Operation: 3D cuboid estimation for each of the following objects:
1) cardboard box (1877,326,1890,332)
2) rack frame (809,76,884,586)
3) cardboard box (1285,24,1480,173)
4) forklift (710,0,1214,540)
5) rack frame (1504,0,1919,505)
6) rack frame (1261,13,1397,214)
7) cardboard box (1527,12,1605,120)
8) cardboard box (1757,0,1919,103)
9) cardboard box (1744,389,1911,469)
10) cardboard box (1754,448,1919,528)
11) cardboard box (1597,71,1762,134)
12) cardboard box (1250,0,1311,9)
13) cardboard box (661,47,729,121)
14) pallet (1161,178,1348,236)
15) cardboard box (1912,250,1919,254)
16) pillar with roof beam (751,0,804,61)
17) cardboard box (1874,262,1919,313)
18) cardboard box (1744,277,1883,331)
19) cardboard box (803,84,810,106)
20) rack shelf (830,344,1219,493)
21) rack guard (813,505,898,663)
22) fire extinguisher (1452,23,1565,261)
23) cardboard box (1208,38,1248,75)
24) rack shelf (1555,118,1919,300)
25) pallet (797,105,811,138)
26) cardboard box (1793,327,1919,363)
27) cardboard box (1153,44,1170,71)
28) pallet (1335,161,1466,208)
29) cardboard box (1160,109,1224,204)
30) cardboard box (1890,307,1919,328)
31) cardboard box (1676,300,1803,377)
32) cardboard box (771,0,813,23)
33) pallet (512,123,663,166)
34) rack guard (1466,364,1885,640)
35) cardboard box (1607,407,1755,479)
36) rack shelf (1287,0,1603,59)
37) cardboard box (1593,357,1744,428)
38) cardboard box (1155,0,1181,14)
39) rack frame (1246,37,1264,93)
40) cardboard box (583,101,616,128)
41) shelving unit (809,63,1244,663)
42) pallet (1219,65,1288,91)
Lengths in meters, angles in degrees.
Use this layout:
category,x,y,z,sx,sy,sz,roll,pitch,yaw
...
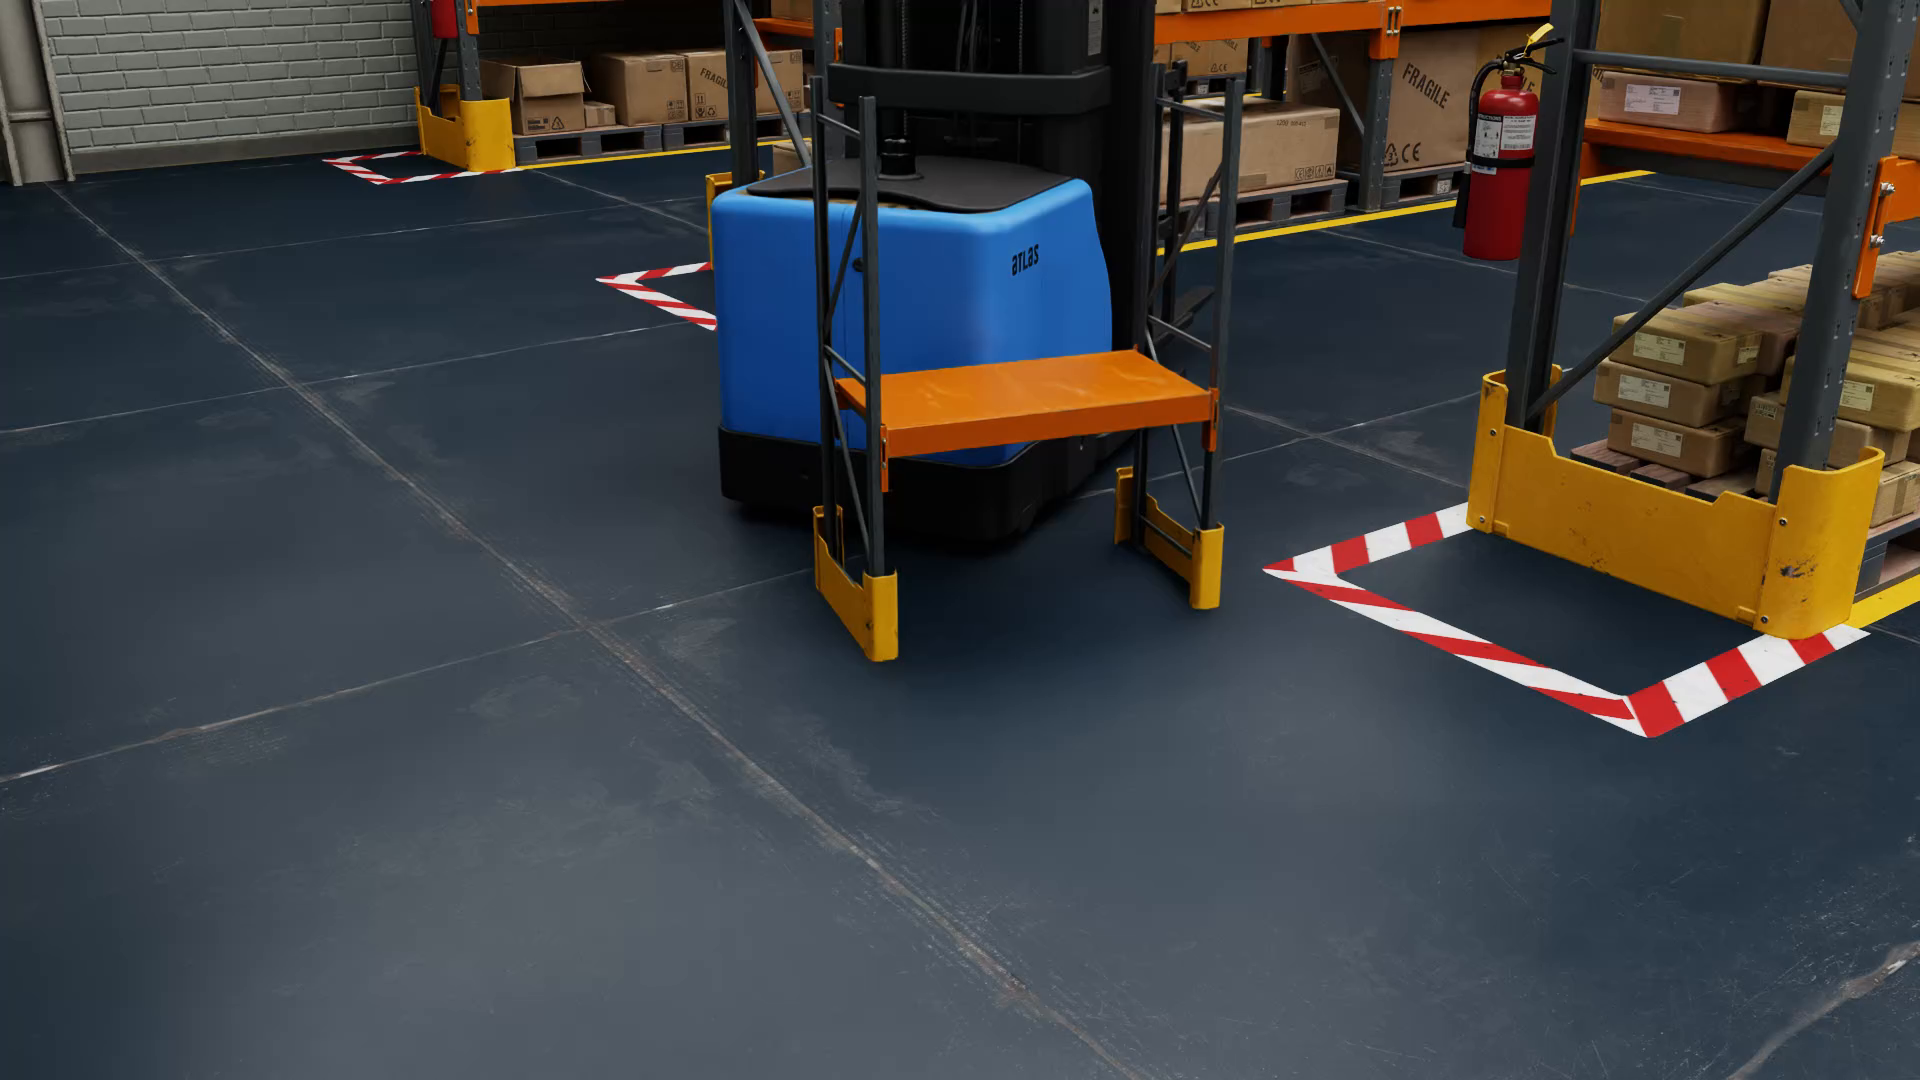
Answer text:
category,x,y,z,sx,sy,sz,roll,pitch,yaw
cardboard box,3.172,-0.735,6.070,0.250,0.149,0.380,-14,26,-32
rack frame,-0.306,-0.466,4.541,0.032,1.500,0.500,-8,23,-19
cardboard box,2.808,-2.996,11.158,0.875,0.875,0.875,-14,26,-31
forklift,0.263,-1.872,6.133,1.130,2.935,3.031,10,24,22
rack frame,2.077,-1.297,4.599,0.127,3.000,1.000,-15,26,-33
rack frame,2.351,-3.630,10.446,0.127,3.000,1.000,-15,26,-33
cardboard box,4.262,-3.388,12.139,0.875,0.875,0.875,-15,26,-32
cardboard box,2.603,-1.495,4.561,0.500,0.500,0.500,-14,25,-30
cardboard box,2.652,-0.342,5.085,0.250,0.149,0.380,-14,26,-31
cardboard box,2.689,-0.185,5.092,0.250,0.149,0.380,-14,26,-32
cardboard box,2.177,-1.336,5.036,0.250,0.149,0.380,-15,26,-33
cardboard box,1.709,-3.386,9.700,0.500,0.500,0.500,-16,27,-34
cardboard box,-2.042,-3.652,13.308,0.500,0.500,0.500,-14,26,-32
pallet,1.688,-2.194,10.609,1.213,0.211,1.003,-15,26,-33
cardboard box,3.863,-1.009,6.354,0.250,0.149,0.380,-16,27,-35
pillar with roof beam,0.872,-6.734,10.130,0.400,9.000,9.100,-15,26,-33
cardboard box,3.444,-0.902,6.086,0.250,0.149,0.380,-16,27,-35
cardboard box,2.980,-0.803,5.839,0.250,0.149,0.380,-16,27,-35
cardboard box,-1.121,-3.761,13.898,0.258,0.266,0.396,-14,26,-31
rack shelf,0.171,-0.364,4.771,1.000,0.185,0.538,-8,23,-19
rack guard,-0.304,0.114,4.773,0.087,0.250,0.587,-8,23,-19
fire extinguisher,1.603,-1.172,4.894,0.183,0.674,0.296,-15,26,-33
cardboard box,2.478,-4.866,16.350,0.500,0.500,0.500,-14,26,-31
rack shelf,3.701,-1.396,5.817,4.000,0.370,1.077,-15,26,-33
pallet,-1.109,-3.679,14.331,1.213,0.211,1.003,-15,26,-33
cardboard box,2.854,-0.551,5.208,0.250,0.149,0.380,-14,26,-32
cardboard box,1.643,-4.647,15.800,0.500,0.500,0.500,-14,25,-31
pallet,2.933,-2.525,11.438,1.213,0.211,1.003,-15,26,-33
cardboard box,1.052,-2.337,10.097,0.875,0.438,0.875,-16,27,-34
cardboard box,3.287,-0.646,5.445,0.250,0.149,0.380,-16,27,-35
cardboard box,2.596,-0.672,5.510,0.250,0.149,0.380,-14,26,-32
cardboard box,-0.659,-2.995,8.719,0.500,0.500,0.500,-15,26,-33
pallet,-3.089,-3.151,13.008,1.213,0.211,1.003,-15,26,-33
rack guard,2.139,-0.152,5.103,0.348,0.500,1.175,-15,26,-33
cardboard box,2.383,-0.344,5.492,0.250,0.149,0.380,-14,26,-32
rack shelf,3.975,-3.729,11.664,4.000,0.370,1.077,-15,26,-33
cardboard box,2.339,-0.506,5.496,0.250,0.149,0.380,-16,27,-34
cardboard box,0.876,-3.164,9.144,0.500,0.500,0.500,-14,26,-31
rack frame,2.696,-5.988,16.356,0.127,3.000,1.000,-15,26,-33
cardboard box,-2.878,-3.312,12.928,0.250,0.149,0.380,-16,27,-35
shelving unit,0.163,-0.530,4.701,1.083,1.500,0.587,-8,23,-19
pallet,3.387,-4.860,17.290,1.213,0.211,1.003,-15,26,-33
